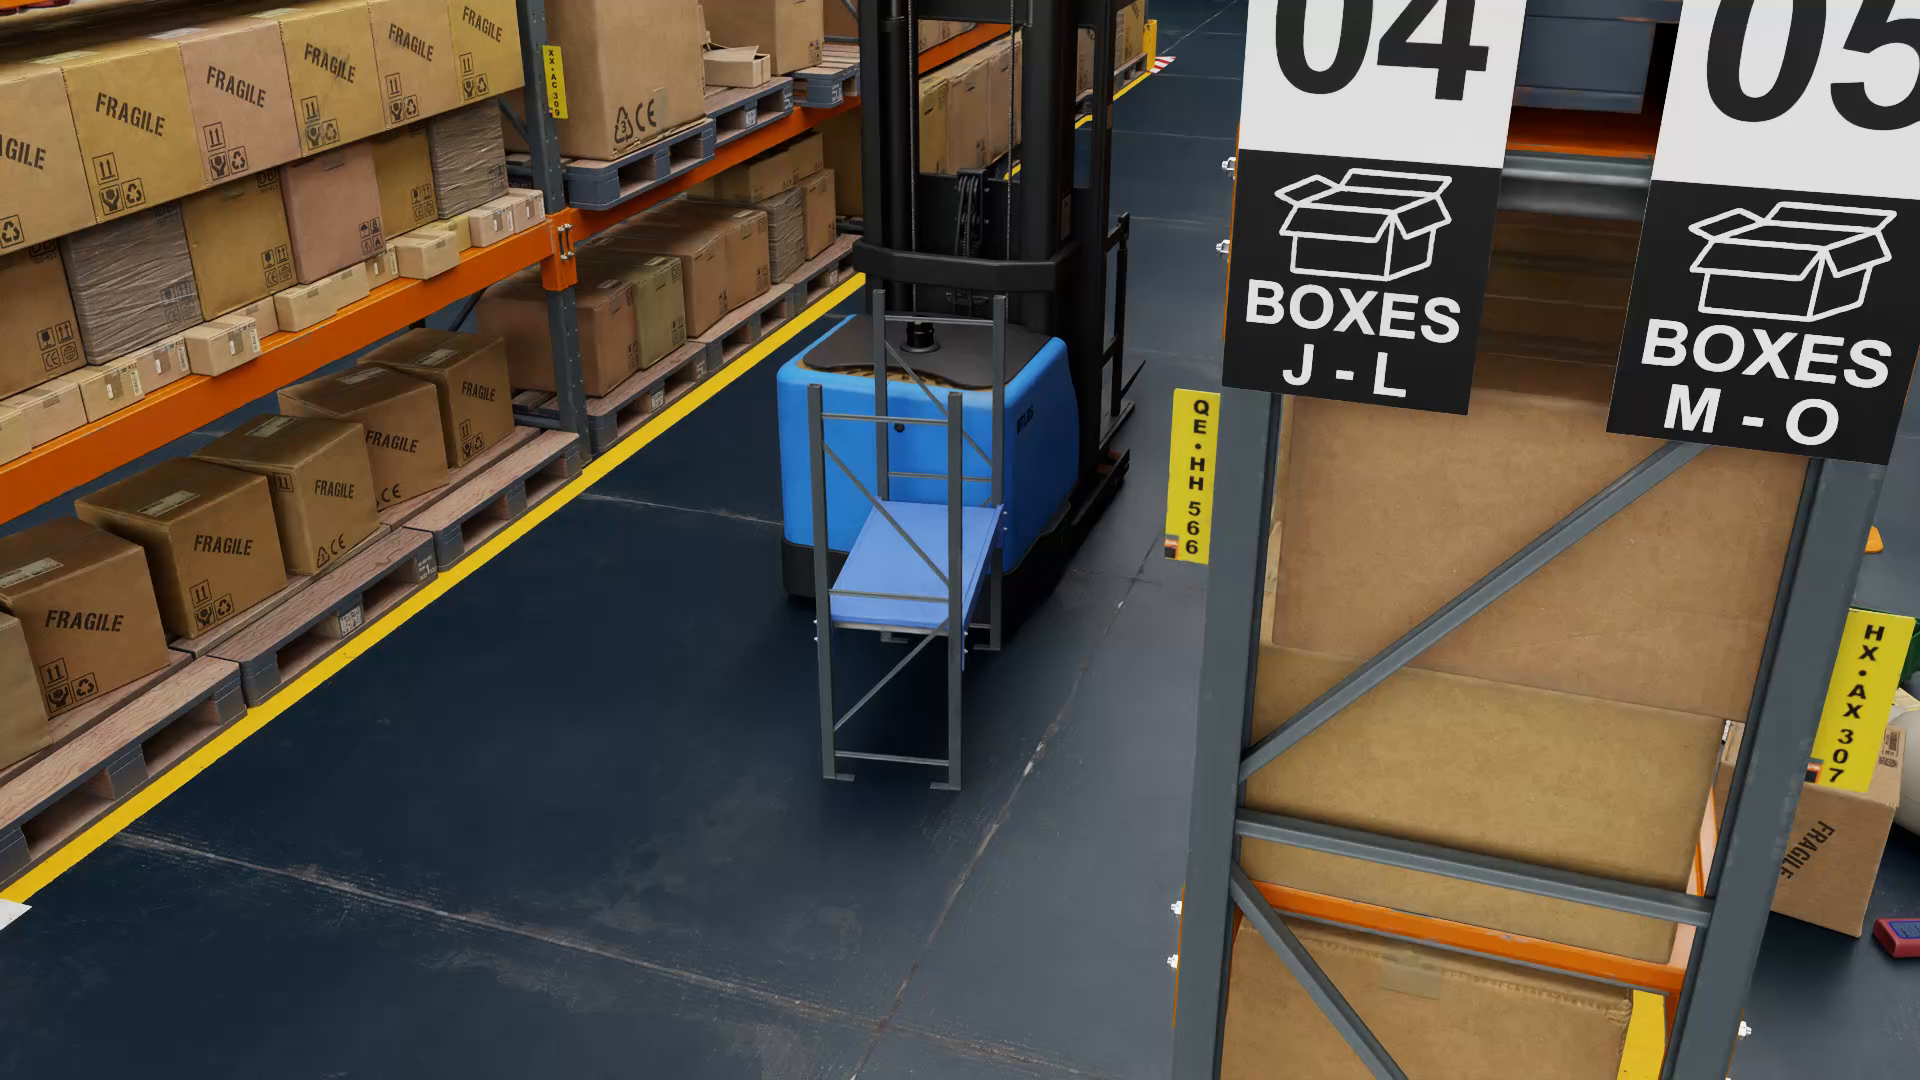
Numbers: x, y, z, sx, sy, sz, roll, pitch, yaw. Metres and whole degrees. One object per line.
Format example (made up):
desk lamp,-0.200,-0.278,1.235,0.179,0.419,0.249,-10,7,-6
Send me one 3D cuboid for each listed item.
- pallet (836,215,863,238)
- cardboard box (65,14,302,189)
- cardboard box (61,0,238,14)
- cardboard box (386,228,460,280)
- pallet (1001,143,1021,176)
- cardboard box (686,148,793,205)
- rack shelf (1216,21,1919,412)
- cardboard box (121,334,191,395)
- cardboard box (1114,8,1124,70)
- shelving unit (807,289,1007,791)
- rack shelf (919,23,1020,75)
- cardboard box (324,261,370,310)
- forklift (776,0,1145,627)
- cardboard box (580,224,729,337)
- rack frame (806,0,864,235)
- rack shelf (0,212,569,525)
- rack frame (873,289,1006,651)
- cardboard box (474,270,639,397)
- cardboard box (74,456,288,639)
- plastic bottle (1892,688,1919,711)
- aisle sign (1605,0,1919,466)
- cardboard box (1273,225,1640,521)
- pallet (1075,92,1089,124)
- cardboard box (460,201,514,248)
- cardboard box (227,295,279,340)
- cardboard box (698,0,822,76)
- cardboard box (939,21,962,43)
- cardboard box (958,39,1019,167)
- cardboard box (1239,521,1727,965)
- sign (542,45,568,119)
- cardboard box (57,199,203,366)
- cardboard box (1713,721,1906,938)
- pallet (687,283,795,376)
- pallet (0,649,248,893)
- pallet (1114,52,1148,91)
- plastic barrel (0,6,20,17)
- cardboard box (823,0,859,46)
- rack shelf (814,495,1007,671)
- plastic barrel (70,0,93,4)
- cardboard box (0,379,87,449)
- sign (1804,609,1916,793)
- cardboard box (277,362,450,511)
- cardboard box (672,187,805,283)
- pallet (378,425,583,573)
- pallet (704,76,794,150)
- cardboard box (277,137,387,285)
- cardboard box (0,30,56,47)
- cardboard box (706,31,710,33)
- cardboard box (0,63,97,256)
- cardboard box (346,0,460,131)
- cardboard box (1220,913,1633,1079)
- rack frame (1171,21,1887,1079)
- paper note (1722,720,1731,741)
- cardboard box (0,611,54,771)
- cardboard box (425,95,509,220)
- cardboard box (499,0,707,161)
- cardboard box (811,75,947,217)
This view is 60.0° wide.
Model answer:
pallet,-0.723,-2.502,12.675,1.003,0.211,1.213,9,27,17
cardboard box,-2.780,-1.588,5.985,0.500,0.500,0.500,9,27,17
cardboard box,-3.109,-1.870,6.567,0.500,0.500,0.500,9,27,17
cardboard box,-2.392,-1.242,7.161,0.380,0.149,0.250,9,27,17
pallet,0.089,-3.505,14.746,1.003,0.211,1.213,9,27,17
cardboard box,-1.418,-2.355,10.676,0.500,0.250,0.500,12,28,23
rack shelf,1.590,-1.244,4.260,1.077,0.370,4.000,9,27,17
cardboard box,-2.989,-0.641,5.919,0.380,0.149,0.250,9,27,17
cardboard box,1.165,-5.316,17.243,0.875,0.875,0.875,9,27,17
shelving unit,-0.160,-0.025,6.080,0.538,1.500,1.048,4,26,8
rack shelf,-0.391,-3.942,13.275,1.077,0.370,4.000,9,27,17
cardboard box,-2.645,-1.050,6.764,0.380,0.149,0.250,9,27,17
forklift,0.213,-1.578,7.645,1.130,2.935,3.031,9,27,18
cardboard box,-1.801,-1.546,9.864,0.700,0.500,0.500,6,27,13
rack frame,-1.057,-3.444,11.421,1.000,3.000,0.127,9,27,17
rack shelf,-3.053,-0.655,6.485,1.077,0.370,4.000,9,27,17
rack frame,-0.079,-0.244,6.532,0.500,1.500,0.032,4,26,8
cardboard box,-2.163,-1.122,8.990,0.700,0.500,0.500,7,27,13
cardboard box,-3.102,0.020,6.653,0.500,0.500,0.500,11,28,22
plastic bottle,3.587,0.615,6.409,0.133,0.061,0.283,-5,26,-9
aisle sign,1.184,-0.493,2.343,0.394,0.787,0.004,9,27,17
cardboard box,1.181,-0.335,3.590,0.875,0.550,0.550,9,27,17
pallet,0.601,-4.134,16.046,1.003,0.211,1.213,9,27,17
cardboard box,-2.274,-1.455,7.601,0.380,0.149,0.250,9,27,17
cardboard box,-2.850,-0.850,6.352,0.380,0.149,0.250,9,27,17
cardboard box,-1.290,-3.206,10.334,0.700,0.500,0.500,13,29,25
cardboard box,-0.302,-4.073,12.605,0.500,0.500,0.500,8,27,17
cardboard box,-0.216,-3.687,13.880,1.225,0.875,0.875,8,27,16
cardboard box,1.006,0.378,3.356,0.875,0.550,0.550,9,27,17
sign,-1.874,-2.114,7.682,0.100,0.325,0.005,9,27,17
cardboard box,-3.250,-0.980,5.875,0.875,0.500,0.500,9,27,17
cardboard box,2.707,0.871,5.374,0.500,0.500,0.500,14,29,26
pallet,-1.726,-1.368,10.334,1.003,0.211,1.213,9,27,17
pallet,-3.390,0.739,5.982,1.003,0.211,1.213,9,27,17
pallet,1.413,-5.137,18.117,1.003,0.211,1.213,9,27,17
plastic barrel,-6.289,-3.243,10.849,0.433,0.535,0.433,0,26,0
cardboard box,-0.638,-3.649,11.730,0.500,0.500,0.500,10,27,19
rack shelf,-0.160,0.137,6.159,0.538,0.185,1.000,4,26,8
plastic barrel,-6.008,-3.586,11.586,0.421,0.512,0.421,0,26,0
cardboard box,-3.137,-0.432,5.489,0.380,0.149,0.250,9,27,17
sign,1.446,0.262,2.683,0.100,0.325,0.005,9,27,17
cardboard box,-2.742,-0.469,7.663,0.500,0.500,0.500,19,32,34
cardboard box,-1.433,-2.009,10.821,0.700,0.500,0.500,6,27,13
pallet,-2.578,-0.264,8.053,1.003,0.211,1.213,9,27,17
pallet,-1.677,-2.538,9.771,1.003,0.211,1.213,9,27,17
cardboard box,-2.867,-1.383,6.708,0.875,0.500,0.500,9,27,17
cardboard box,-3.439,-1.459,5.717,0.500,0.500,0.500,9,27,17
cardboard box,-1.831,-2.910,10.009,0.500,0.250,0.500,8,27,16
cardboard box,-3.106,-1.176,5.134,0.500,0.500,0.500,9,27,17
cardboard box,-2.443,-1.999,6.833,0.500,0.500,0.500,9,27,17
cardboard box,1.088,1.083,4.027,0.875,0.875,0.875,9,27,18
rack frame,0.925,0.604,3.060,1.000,3.000,0.127,9,27,17
paper note,2.886,0.704,6.260,0.147,0.020,0.142,-9,27,-18
cardboard box,-3.495,0.525,5.609,0.500,0.500,0.500,14,29,27
cardboard box,-2.596,-1.803,7.576,0.875,0.500,0.500,9,27,17
cardboard box,-1.991,-2.566,8.436,1.000,1.000,1.000,9,27,18
cardboard box,-0.807,-2.957,12.372,1.225,0.875,0.875,7,27,15
